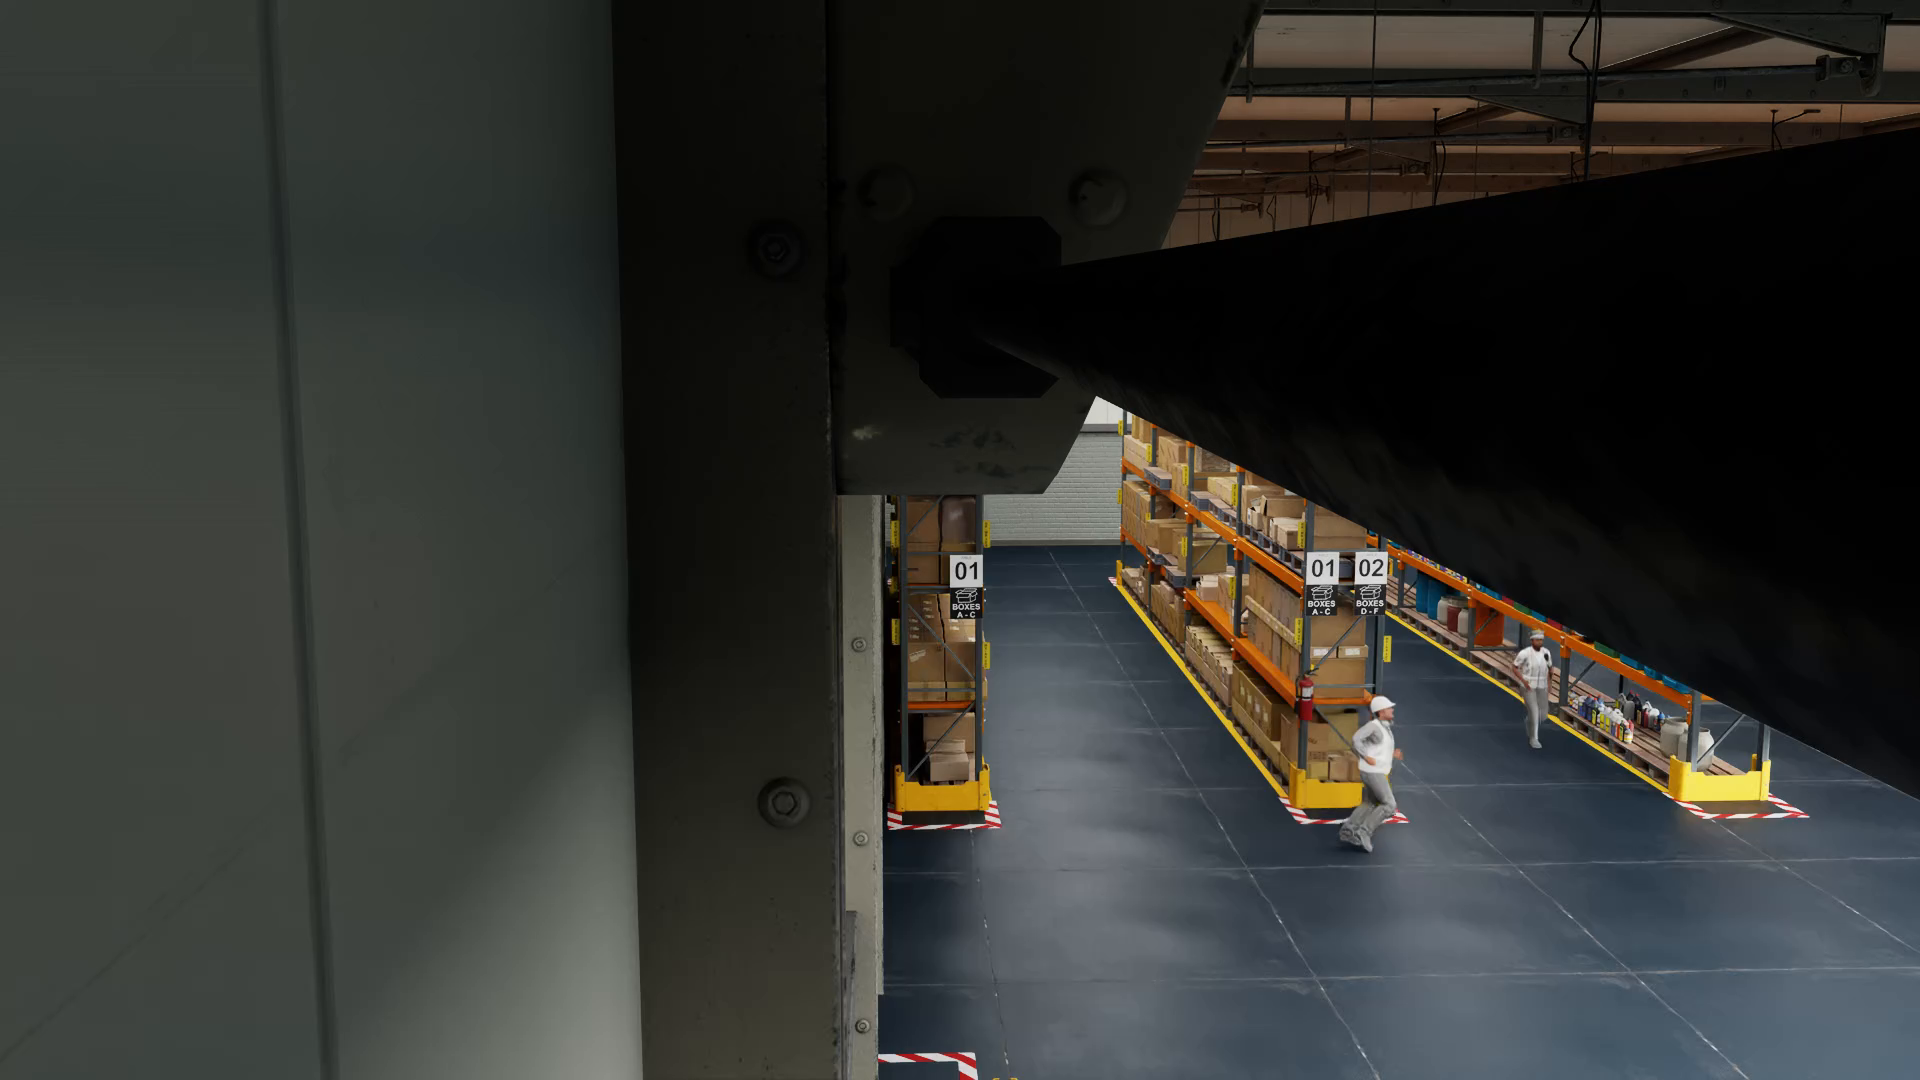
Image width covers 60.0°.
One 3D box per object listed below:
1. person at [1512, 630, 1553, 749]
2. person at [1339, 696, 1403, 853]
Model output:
[{"bbox_3d":[8.071,2.063,23.458,0.587,1.672,0.601,-1,8,-4],"label":"person"},{"bbox_3d":[4.754,2.666,19.140,0.664,1.741,0.706,4,9,24],"label":"person"}]
